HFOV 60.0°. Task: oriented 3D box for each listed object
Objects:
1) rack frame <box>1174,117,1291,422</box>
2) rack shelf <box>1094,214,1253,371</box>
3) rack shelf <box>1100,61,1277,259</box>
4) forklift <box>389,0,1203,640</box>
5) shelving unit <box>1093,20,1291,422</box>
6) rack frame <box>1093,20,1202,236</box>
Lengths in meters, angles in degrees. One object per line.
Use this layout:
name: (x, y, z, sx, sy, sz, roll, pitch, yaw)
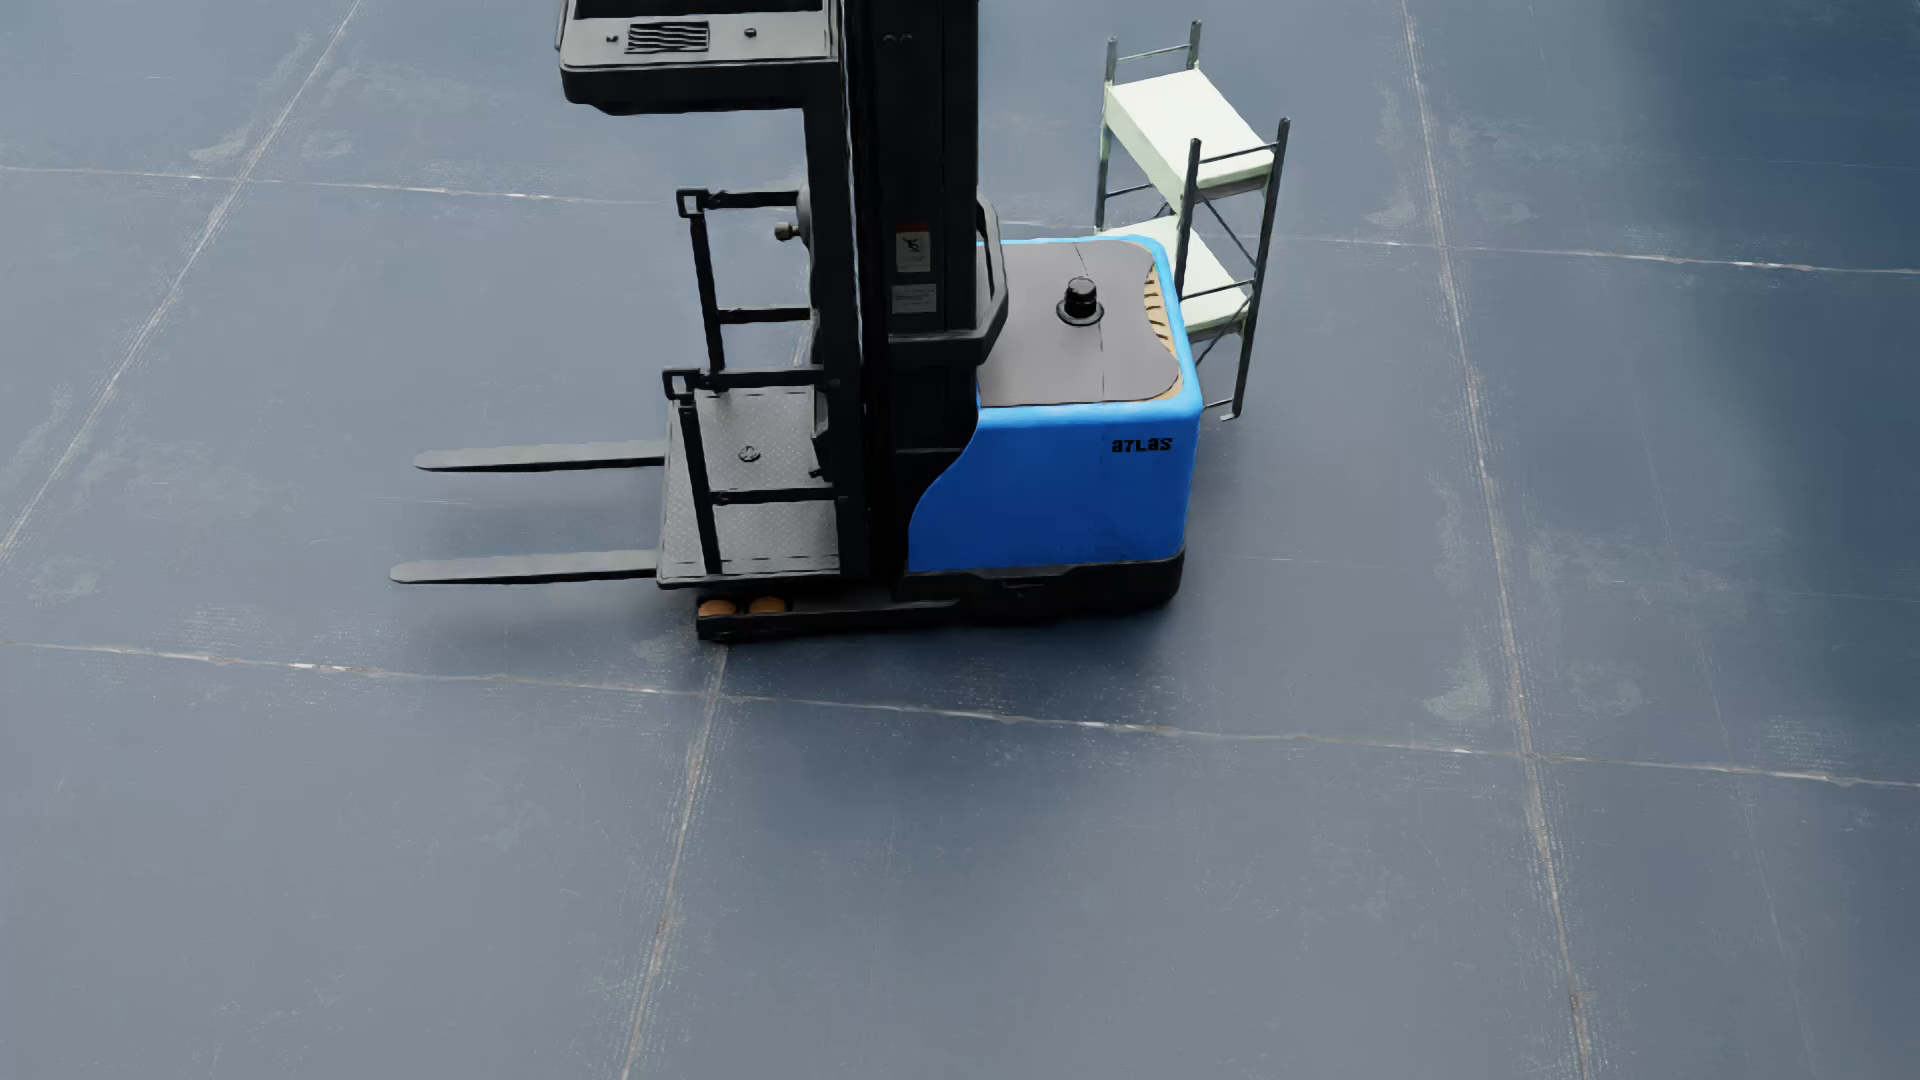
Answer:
rack frame: (1.030, -0.998, 6.647, 0.400, 1.500, 0.023, -16, 49, -14)
rack shelf: (0.899, -1.031, 7.118, 0.431, 0.370, 0.720, -16, 49, -14)
rack shelf: (0.899, -1.514, 6.590, 0.431, 0.370, 0.720, -16, 49, -14)
forklift: (-0.680, -1.011, 5.689, 3.031, 2.935, 1.130, -3, 48, -3)
shelving unit: (0.899, -1.251, 6.878, 0.431, 1.500, 0.755, -16, 49, -14)
rack frame: (0.769, -1.503, 7.108, 0.400, 1.500, 0.023, -16, 49, -14)
